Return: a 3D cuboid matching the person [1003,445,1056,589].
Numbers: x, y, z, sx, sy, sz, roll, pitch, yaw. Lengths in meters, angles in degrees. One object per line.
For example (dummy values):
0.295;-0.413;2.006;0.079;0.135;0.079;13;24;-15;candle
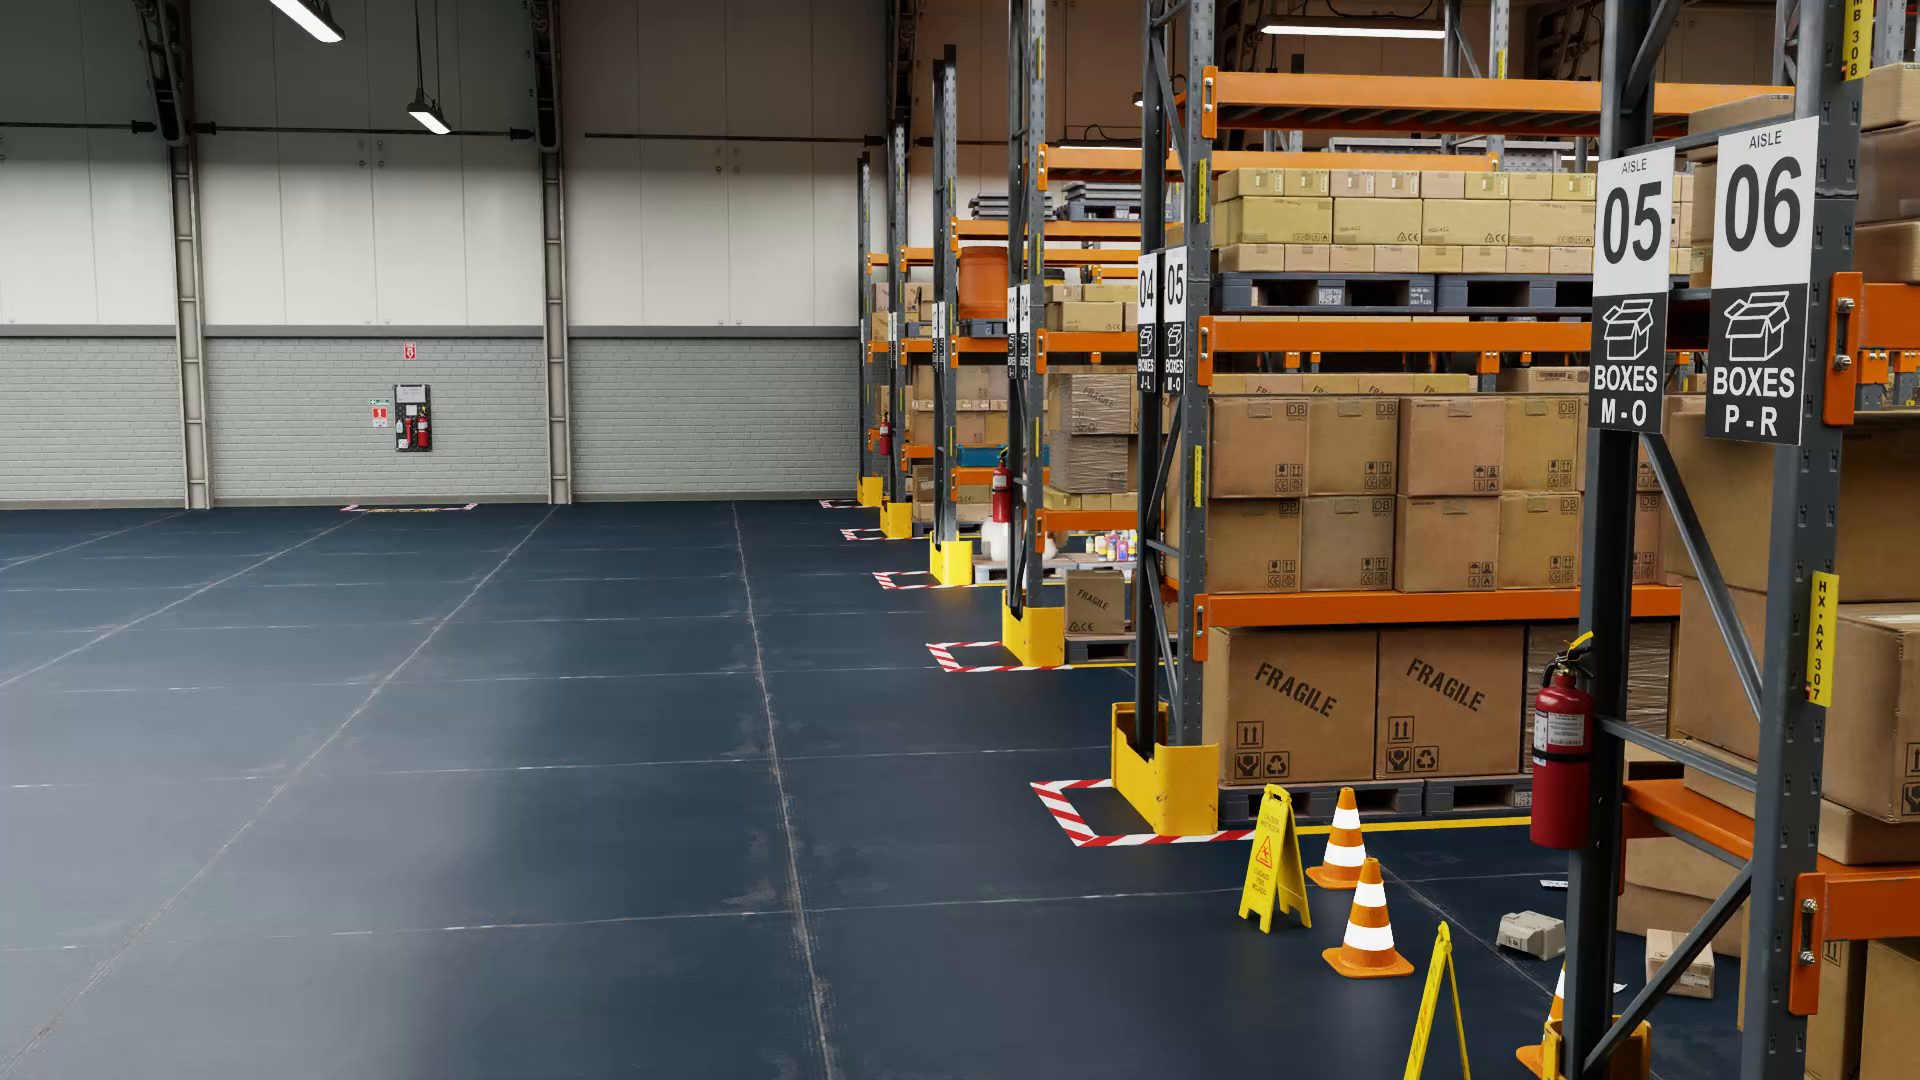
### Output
0.681;-0.045;15.963;0.525;1.773;0.527;1;7;11;person
